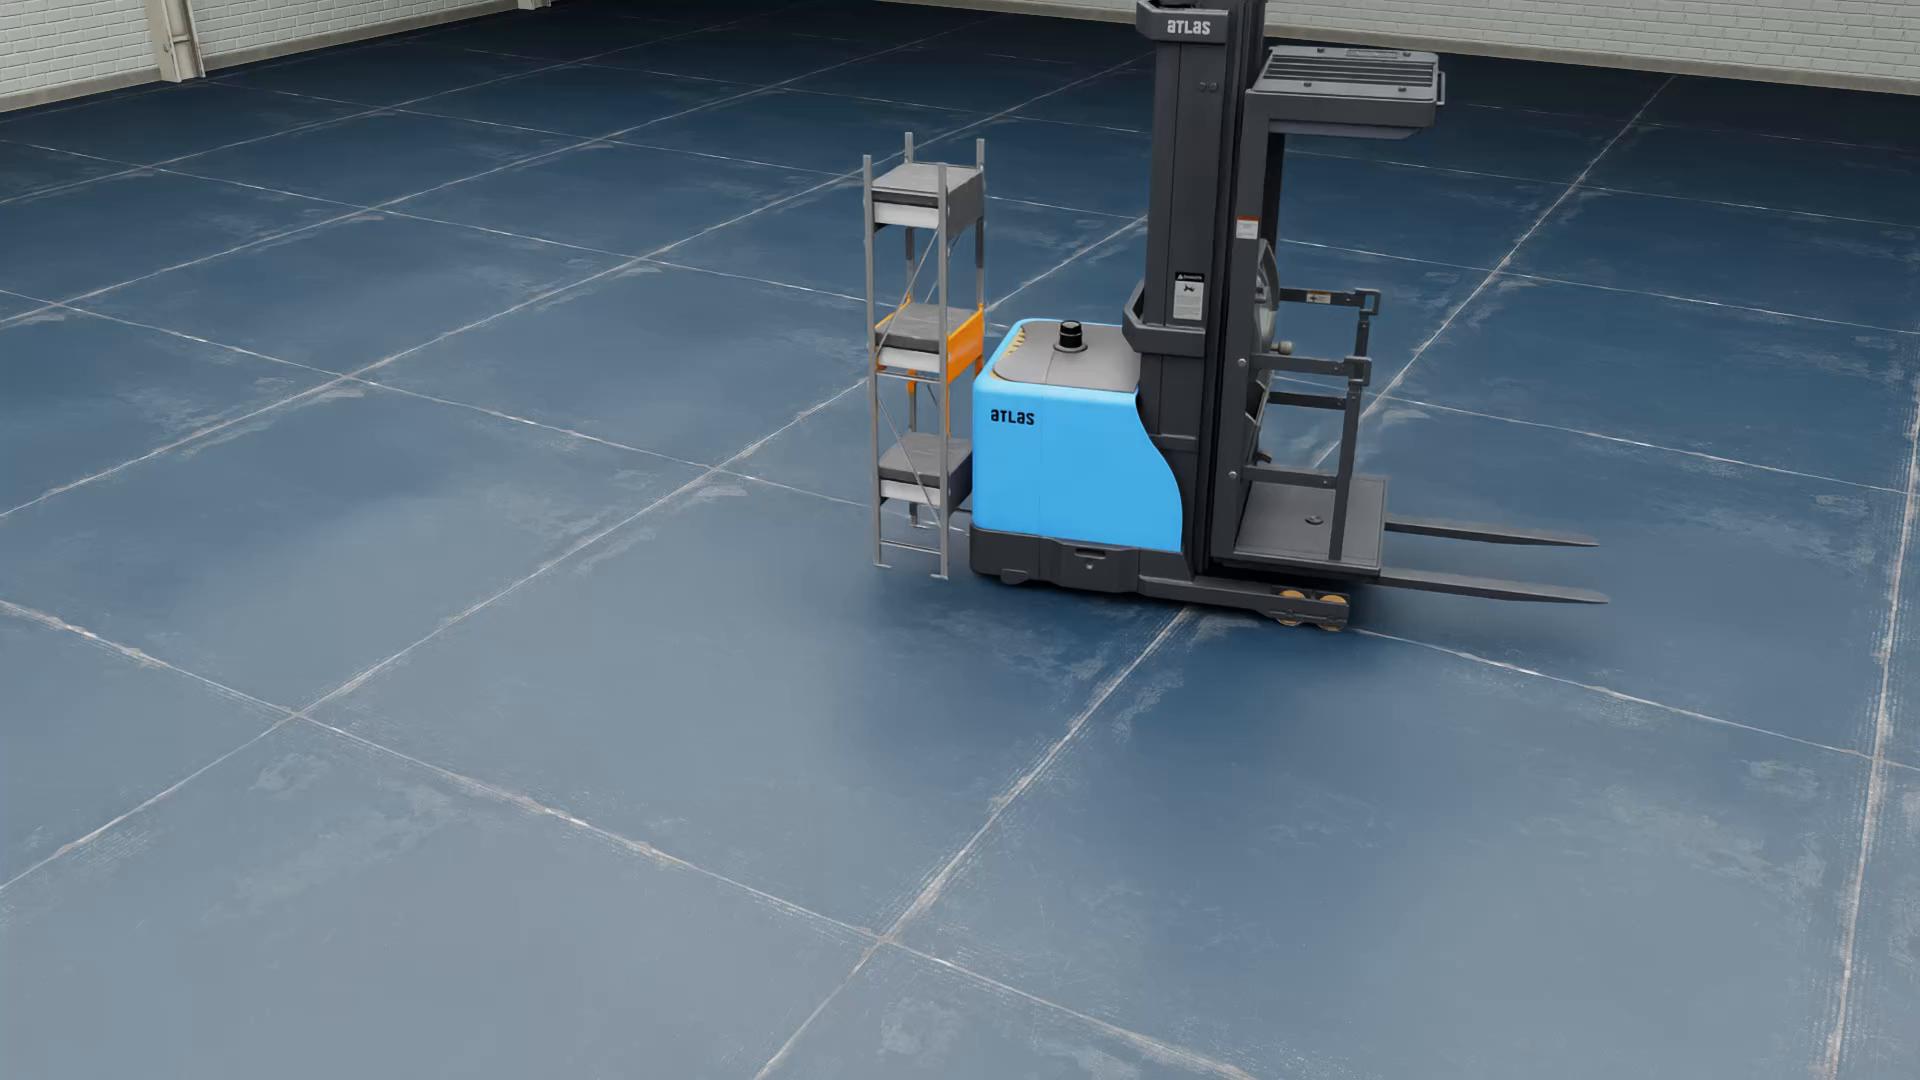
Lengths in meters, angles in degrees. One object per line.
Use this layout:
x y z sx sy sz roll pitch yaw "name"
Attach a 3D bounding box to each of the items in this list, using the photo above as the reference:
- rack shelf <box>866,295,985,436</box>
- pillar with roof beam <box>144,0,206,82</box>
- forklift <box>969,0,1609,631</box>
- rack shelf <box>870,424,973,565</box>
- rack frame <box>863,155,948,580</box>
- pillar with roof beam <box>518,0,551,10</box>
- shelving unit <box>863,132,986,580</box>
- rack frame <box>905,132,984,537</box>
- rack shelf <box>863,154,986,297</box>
-0.162 -0.864 8.161 0.431 0.518 0.480 10 28 19 "rack shelf"
-5.433 -8.536 15.749 9.100 9.000 0.400 14 30 26 "pillar with roof beam"
1.622 -1.143 7.760 3.031 2.935 1.130 7 27 13 "forklift"
-0.162 -0.238 8.474 0.431 0.518 0.480 10 28 19 "rack shelf"
-0.250 -0.774 7.951 0.400 2.100 0.015 10 28 19 "rack frame"
-2.482 -10.874 20.420 9.100 9.000 0.400 14 30 26 "pillar with roof beam"
-0.162 -0.876 8.155 0.431 2.100 0.503 10 28 19 "shelving unit"
-0.074 -0.978 8.358 0.400 2.100 0.015 10 28 19 "rack frame"
-0.162 -1.490 7.848 0.431 0.518 0.480 10 28 19 "rack shelf"
